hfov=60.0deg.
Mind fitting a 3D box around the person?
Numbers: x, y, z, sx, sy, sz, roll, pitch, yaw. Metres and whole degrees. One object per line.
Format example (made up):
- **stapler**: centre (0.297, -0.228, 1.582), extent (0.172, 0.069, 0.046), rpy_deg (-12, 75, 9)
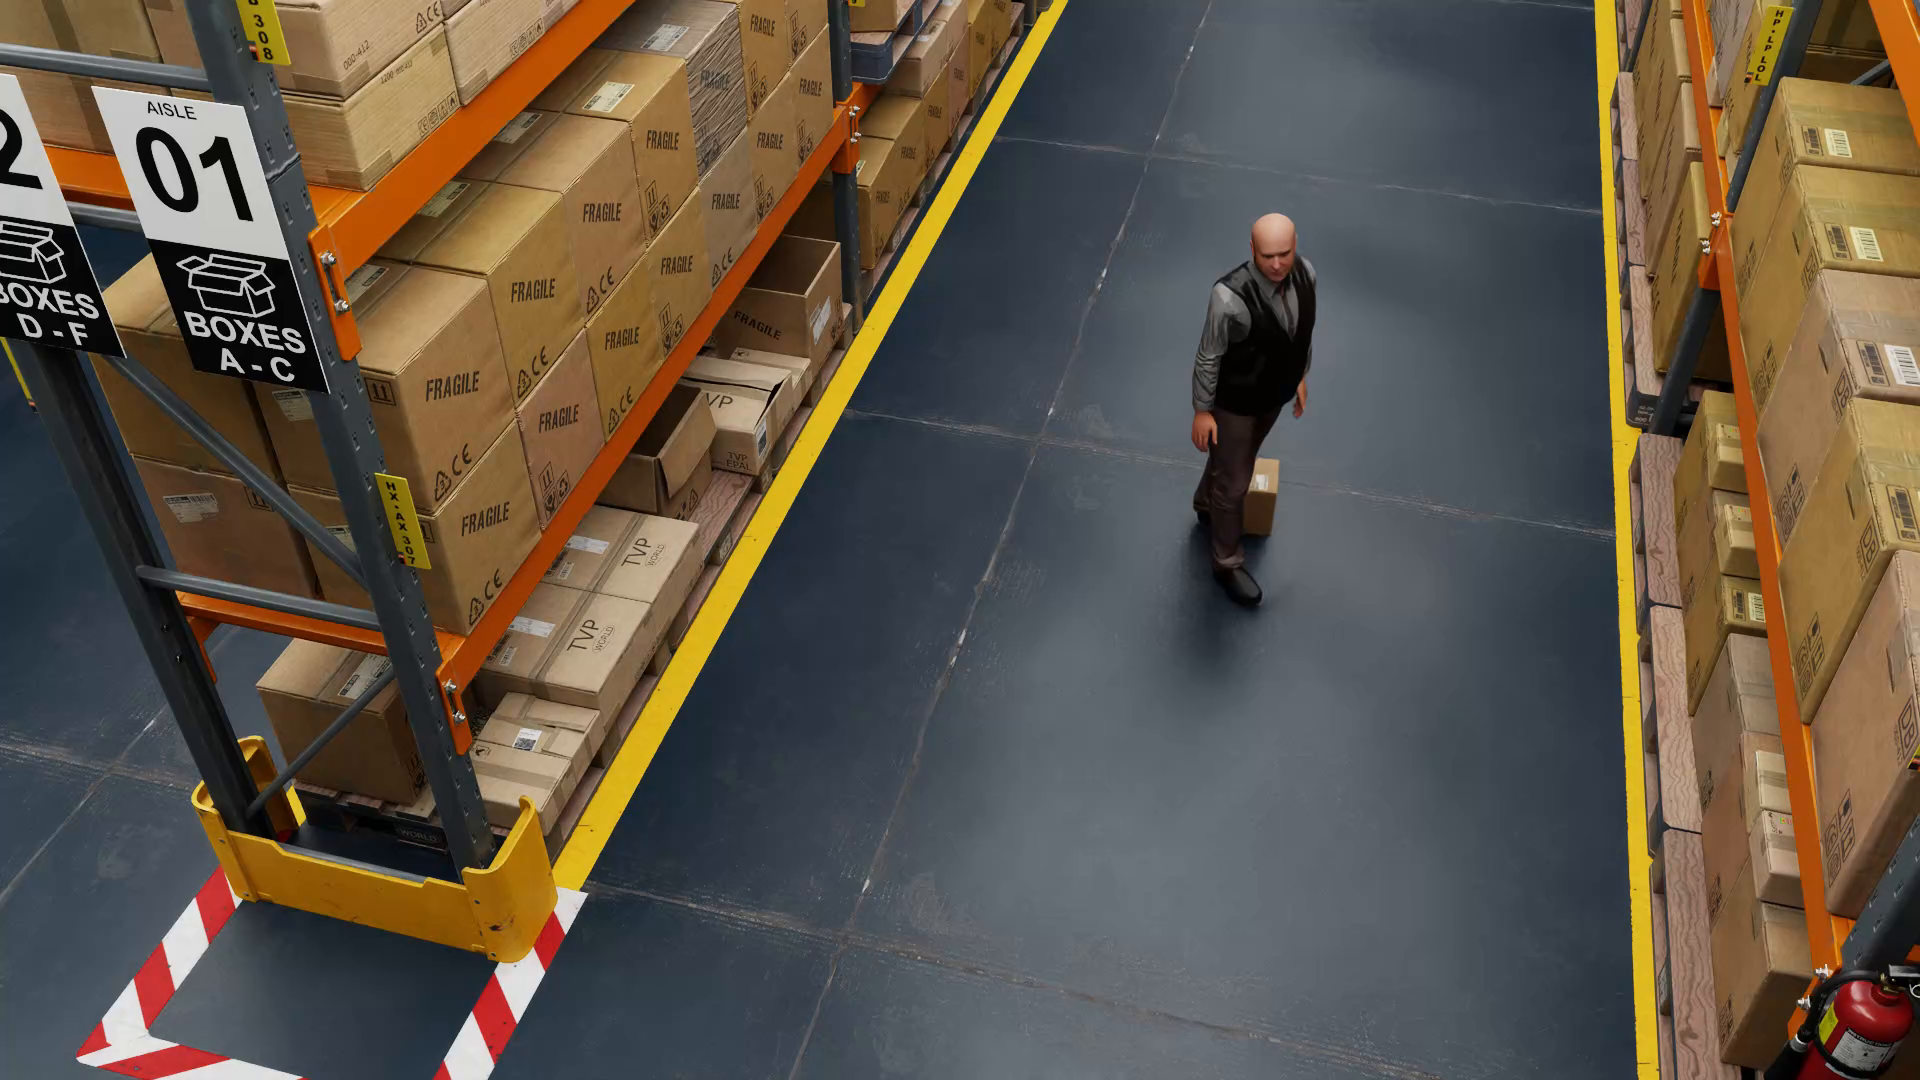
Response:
- **person**: centre (1.203, -0.573, 6.823), extent (0.585, 1.721, 0.609), rpy_deg (-29, 49, -30)
